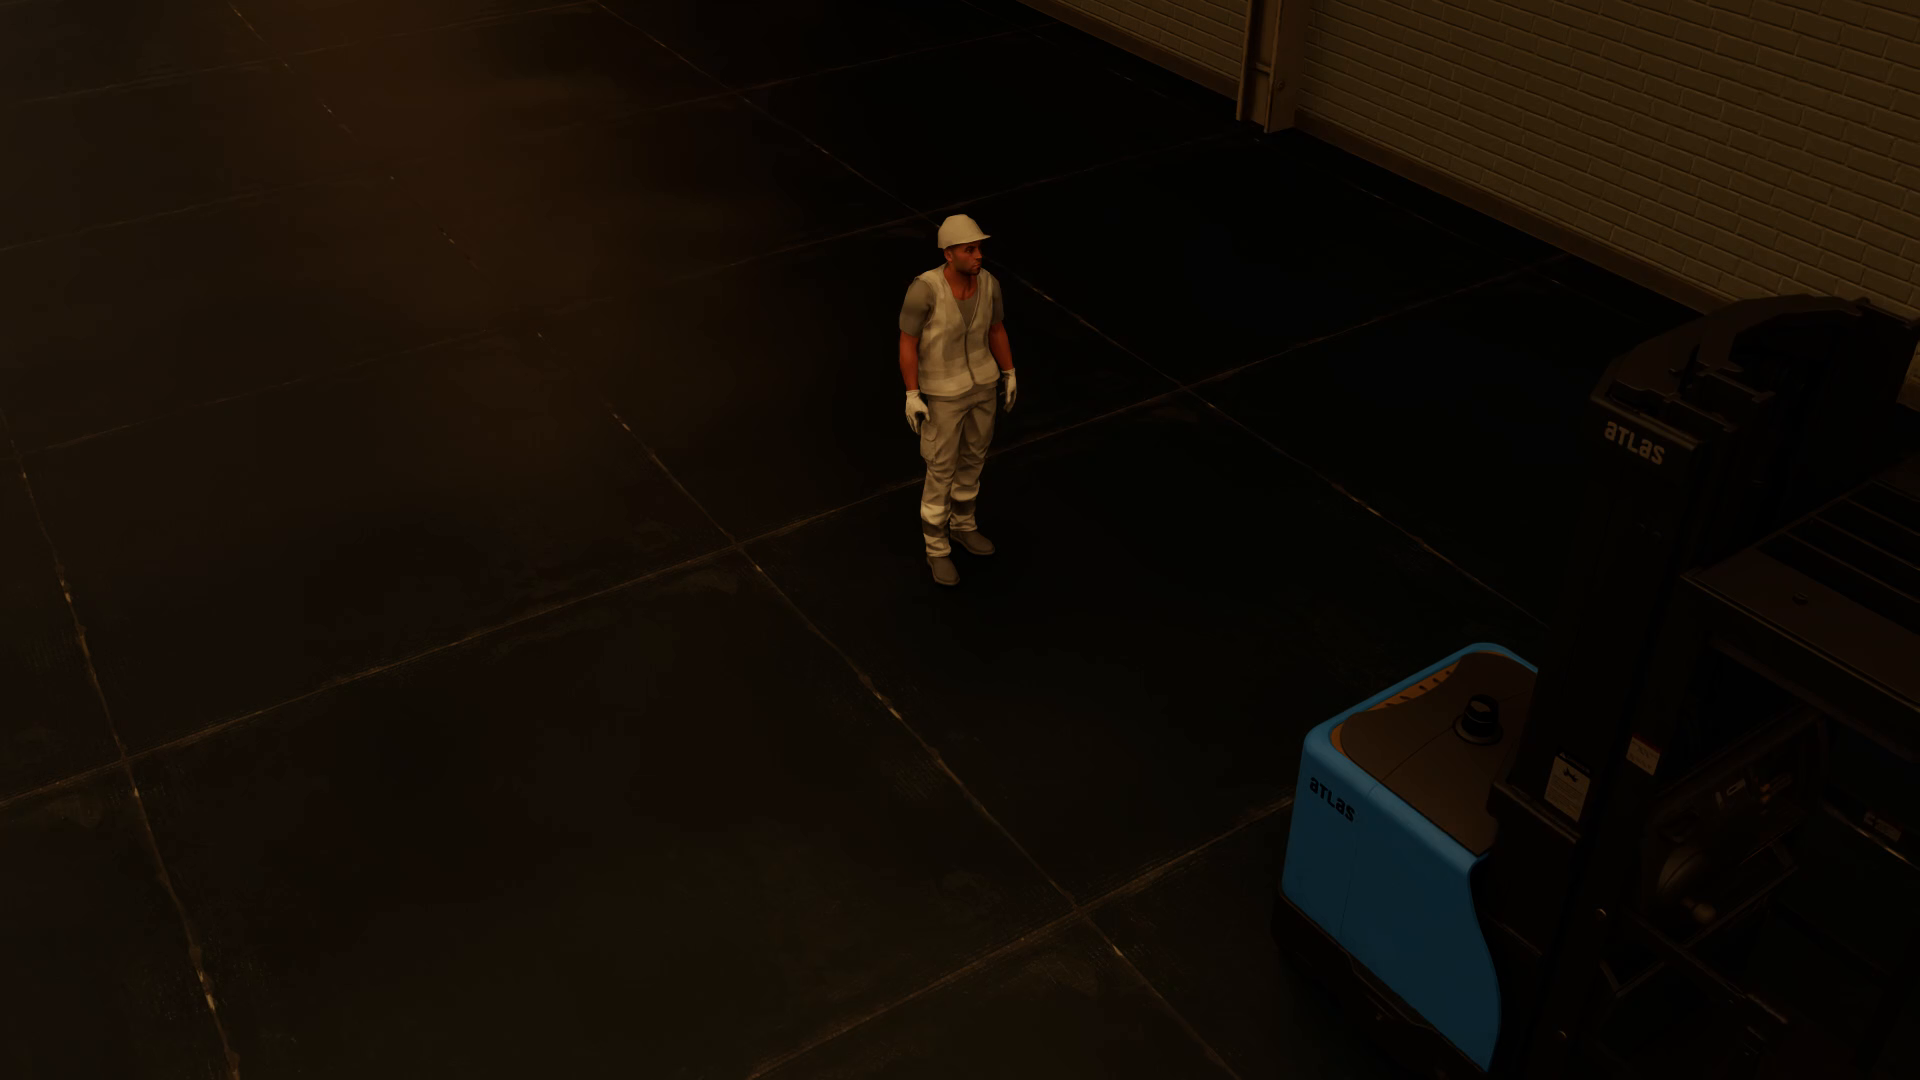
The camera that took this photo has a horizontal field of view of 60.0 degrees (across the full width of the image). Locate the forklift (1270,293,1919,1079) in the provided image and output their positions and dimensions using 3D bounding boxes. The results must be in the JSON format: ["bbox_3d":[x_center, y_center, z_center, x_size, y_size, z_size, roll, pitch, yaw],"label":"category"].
[{"bbox_3d":[2.454,0.896,4.873,1.130,2.935,3.031,-22,41,-28],"label":"forklift"}]

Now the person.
[{"bbox_3d":[0.033,-0.696,8.118,0.637,1.787,0.564,-21,40,-27],"label":"person"}]
